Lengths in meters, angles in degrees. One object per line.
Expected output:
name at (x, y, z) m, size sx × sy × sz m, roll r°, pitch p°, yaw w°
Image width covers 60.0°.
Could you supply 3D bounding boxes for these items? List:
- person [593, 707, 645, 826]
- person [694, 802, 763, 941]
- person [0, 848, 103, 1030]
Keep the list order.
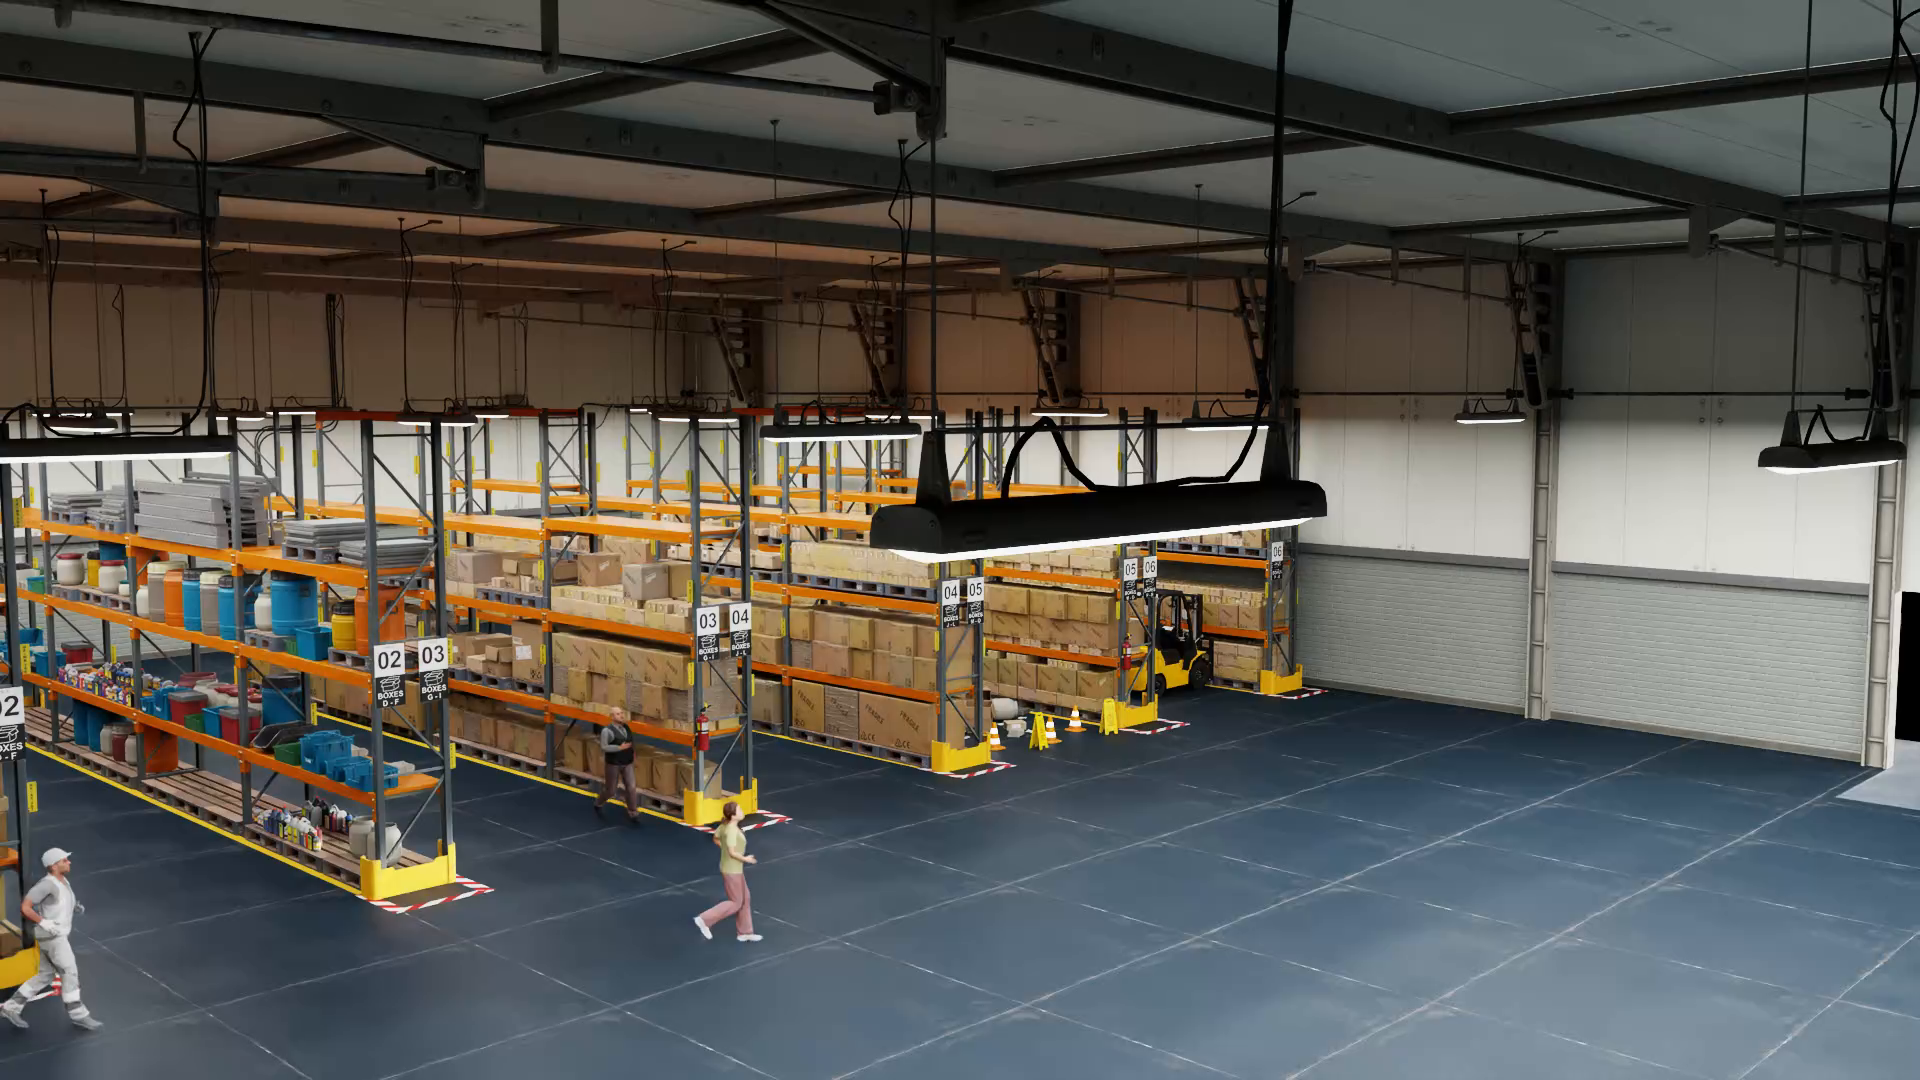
person at (-4.996, 3.293, 24.359) m, size 0.971 × 1.707 × 0.657 m, roll 4°, pitch 7°, yaw 40°
person at (-2.680, 3.829, 19.116) m, size 0.820 × 1.662 × 0.587 m, roll -2°, pitch 5°, yaw -21°
person at (-9.089, 3.977, 16.630) m, size 0.930 × 1.796 × 0.684 m, roll -2°, pitch 5°, yaw -19°
